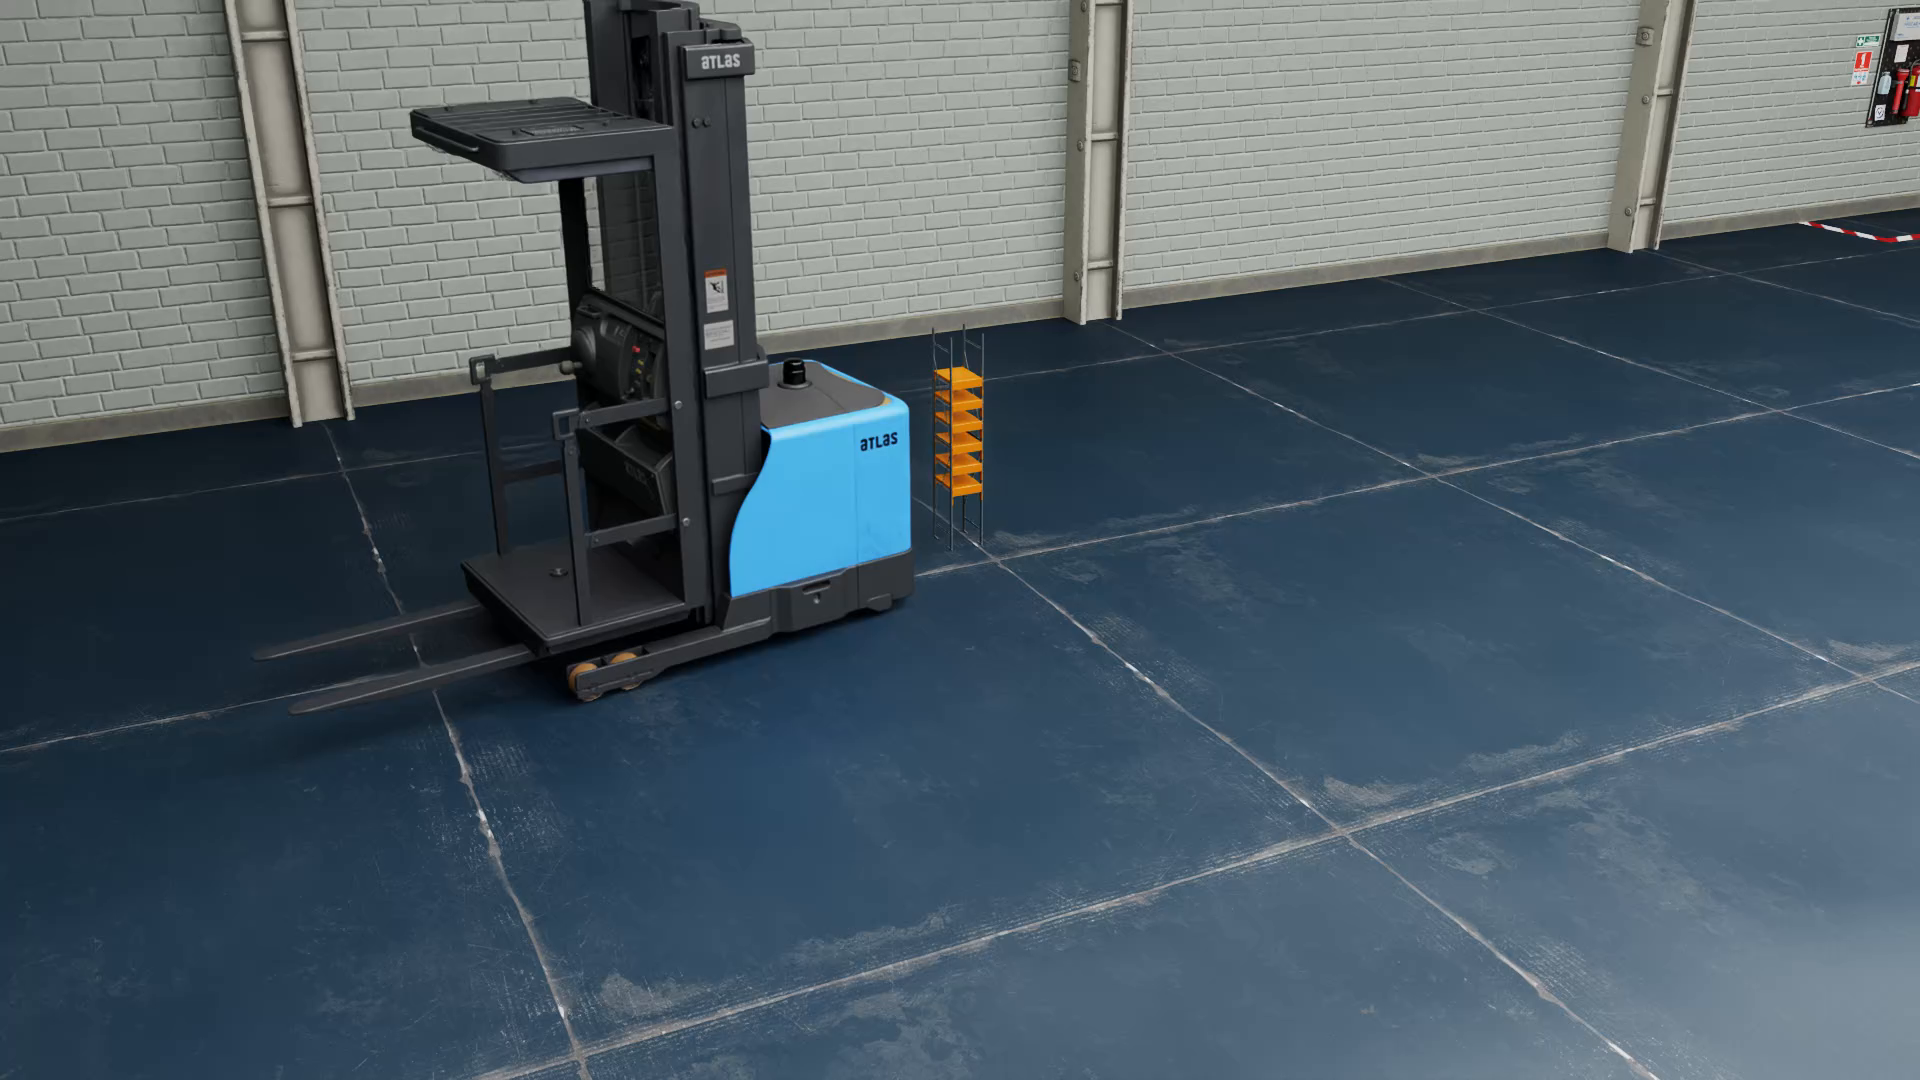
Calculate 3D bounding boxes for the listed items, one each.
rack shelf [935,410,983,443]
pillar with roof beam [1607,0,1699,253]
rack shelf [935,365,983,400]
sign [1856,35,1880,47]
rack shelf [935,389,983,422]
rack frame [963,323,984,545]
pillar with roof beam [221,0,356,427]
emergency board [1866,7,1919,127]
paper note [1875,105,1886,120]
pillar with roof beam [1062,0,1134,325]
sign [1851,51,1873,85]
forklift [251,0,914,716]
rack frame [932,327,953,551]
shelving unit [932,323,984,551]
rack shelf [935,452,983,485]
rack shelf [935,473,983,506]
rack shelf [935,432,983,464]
[{"bbox_3d":[-0.013,-0.622,8.986,0.180,0.103,0.258,-10,25,-24],"label":"rack shelf"},{"bbox_3d":[8.358,-5.498,10.767,0.400,9.000,9.100,-10,25,-24],"label":"pillar with roof beam"},{"bbox_3d":[-0.013,-0.844,8.894,0.180,0.103,0.258,-10,25,-24],"label":"rack shelf"},{"bbox_3d":[9.119,-5.011,16.695,0.331,0.109,0.001,-10,25,-24],"label":"sign"},{"bbox_3d":[-0.013,-0.733,8.940,0.180,0.103,0.258,-10,25,-24],"label":"rack shelf"},{"bbox_3d":[0.069,-0.567,9.051,0.006,1.200,0.240,-10,25,-24],"label":"rack frame"},{"bbox_3d":[-2.455,-3.508,5.959,0.400,9.000,9.100,-10,25,-24],"label":"pillar with roof beam"},{"bbox_3d":[9.654,-4.809,16.945,0.643,1.169,0.194,-10,25,-24],"label":"emergency board"},{"bbox_3d":[9.464,-4.396,17.100,0.142,0.148,0.016,-10,25,-24],"label":"paper note"},{"bbox_3d":[2.951,-4.503,8.363,0.400,9.000,9.100,-10,25,-24],"label":"pillar with roof beam"},{"bbox_3d":[9.111,-4.769,16.802,0.234,0.329,0.001,-10,25,-24],"label":"sign"},{"bbox_3d":[-1.733,-0.858,7.491,3.031,2.935,1.130,-15,27,-32],"label":"forklift"},{"bbox_3d":[-0.095,-0.537,8.978,0.006,1.200,0.240,-10,25,-24],"label":"rack frame"},{"bbox_3d":[-0.013,-0.552,9.015,0.189,1.200,0.258,-10,25,-24],"label":"shelving unit"},{"bbox_3d":[-0.013,-0.400,9.078,0.180,0.103,0.258,-10,25,-24],"label":"rack shelf"},{"bbox_3d":[-0.013,-0.289,9.124,0.180,0.103,0.258,-10,25,-24],"label":"rack shelf"},{"bbox_3d":[-0.013,-0.511,9.032,0.180,0.103,0.258,-10,25,-24],"label":"rack shelf"}]
